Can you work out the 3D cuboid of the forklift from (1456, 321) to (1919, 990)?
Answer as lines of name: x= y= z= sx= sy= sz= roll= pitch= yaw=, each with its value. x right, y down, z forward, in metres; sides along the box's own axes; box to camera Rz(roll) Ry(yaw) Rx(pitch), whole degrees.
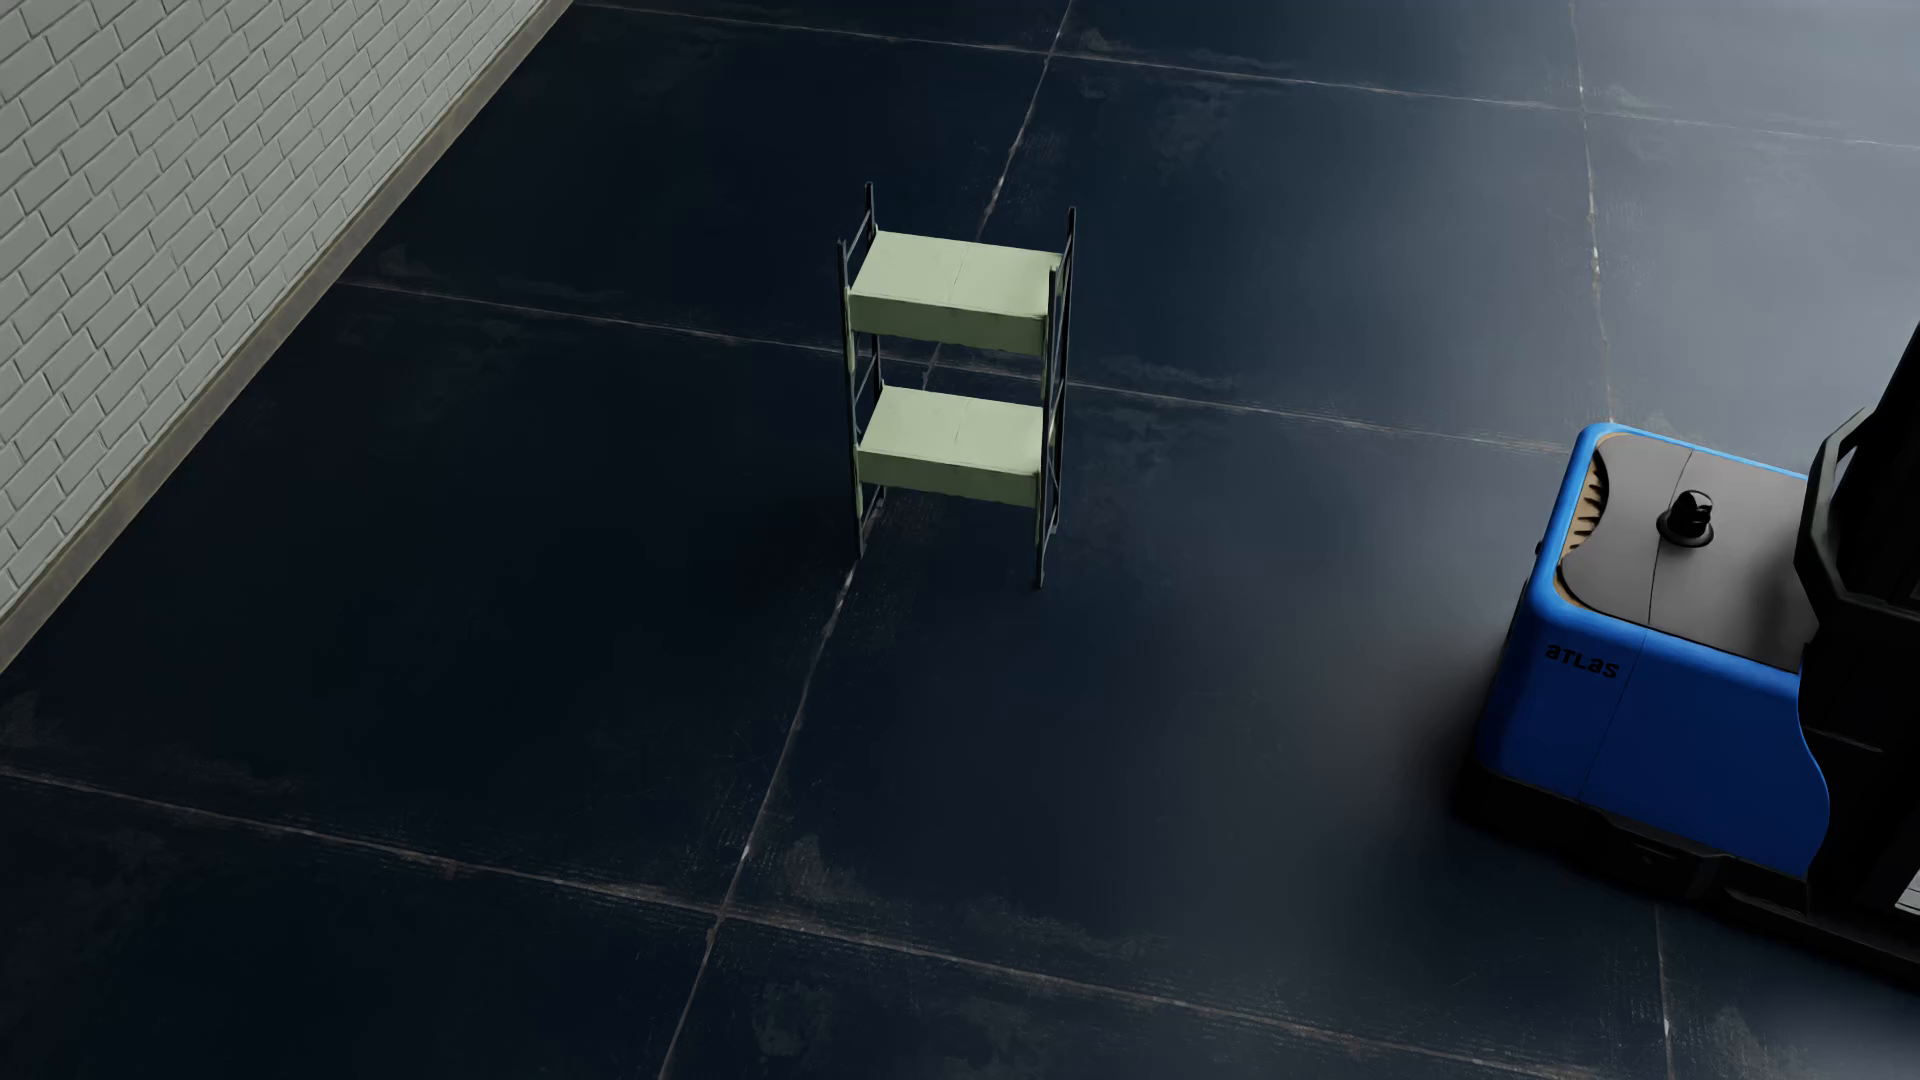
forklift: x=3.265 y=0.044 z=4.590 sx=3.031 sy=2.935 sz=1.130 roll=19 pitch=47 yaw=18

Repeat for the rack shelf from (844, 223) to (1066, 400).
rack shelf: x=-0.007 y=-0.823 z=5.960 sx=0.720 sy=0.370 sz=0.431 roll=9 pitch=45 yaw=9

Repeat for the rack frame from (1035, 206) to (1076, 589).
rack frame: x=0.351 y=-0.486 z=6.173 sx=0.023 sy=1.500 sz=0.400 roll=9 pitch=45 yaw=9

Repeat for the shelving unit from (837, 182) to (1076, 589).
shelving unit: x=-0.007 y=-0.541 z=6.231 sx=0.755 sy=1.500 sz=0.431 roll=9 pitch=45 yaw=9

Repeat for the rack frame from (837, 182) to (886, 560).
rack frame: x=-0.364 y=-0.597 z=6.289 sx=0.023 sy=1.500 sz=0.400 roll=9 pitch=45 yaw=9

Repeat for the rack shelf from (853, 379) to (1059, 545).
rack shelf: x=-0.007 y=-0.306 z=6.457 sx=0.720 sy=0.370 sz=0.431 roll=9 pitch=45 yaw=9
